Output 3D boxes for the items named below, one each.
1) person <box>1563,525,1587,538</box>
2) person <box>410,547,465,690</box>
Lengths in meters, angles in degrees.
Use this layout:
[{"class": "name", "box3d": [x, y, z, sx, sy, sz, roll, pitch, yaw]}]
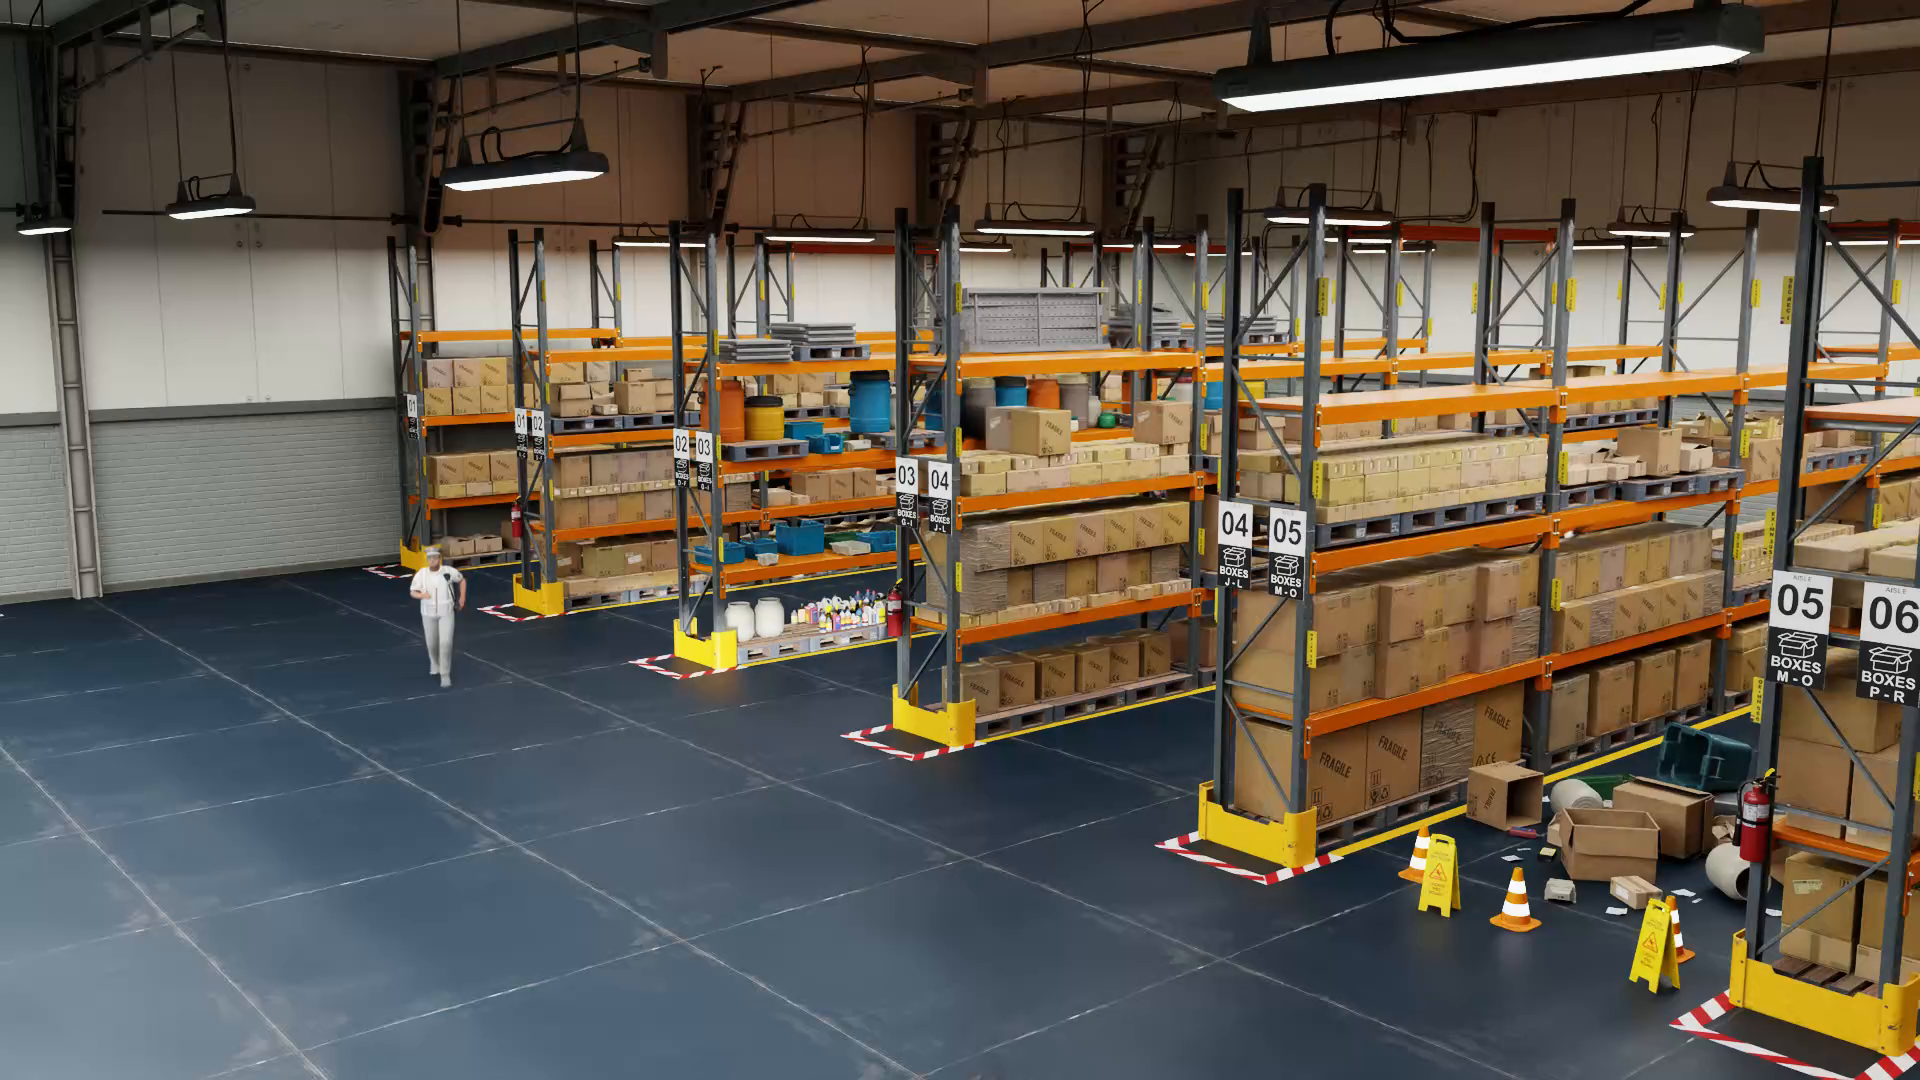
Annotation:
[{"class": "person", "box3d": [9.032, 0.518, 24.403, 0.673, 1.799, 0.942, 8, 12, 42]}, {"class": "person", "box3d": [-6.803, 0.972, 21.679, 0.669, 1.786, 0.977, -2, 9, -11]}]
